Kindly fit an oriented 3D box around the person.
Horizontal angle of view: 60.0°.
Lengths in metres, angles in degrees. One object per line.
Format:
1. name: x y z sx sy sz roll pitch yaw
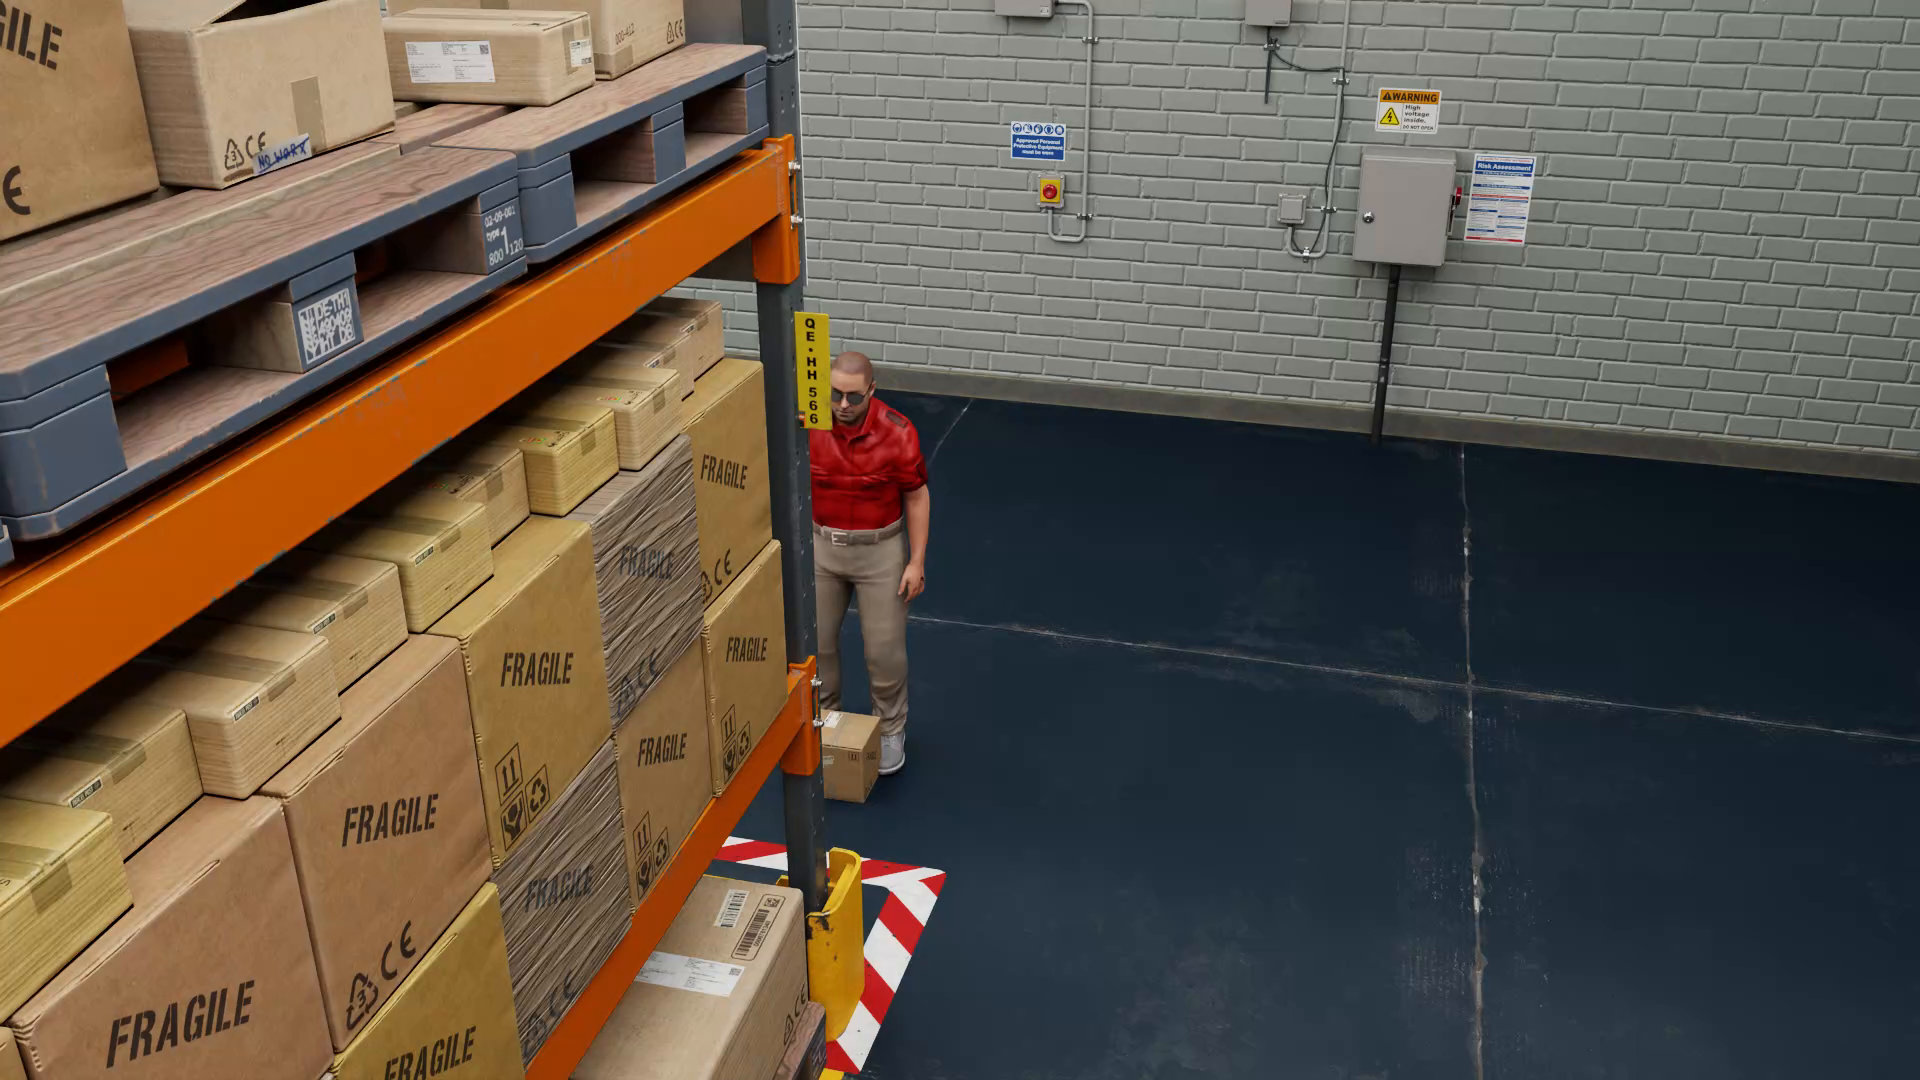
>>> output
1. person: -0.413 0.075 6.466 0.588 1.726 0.390 5 26 11
